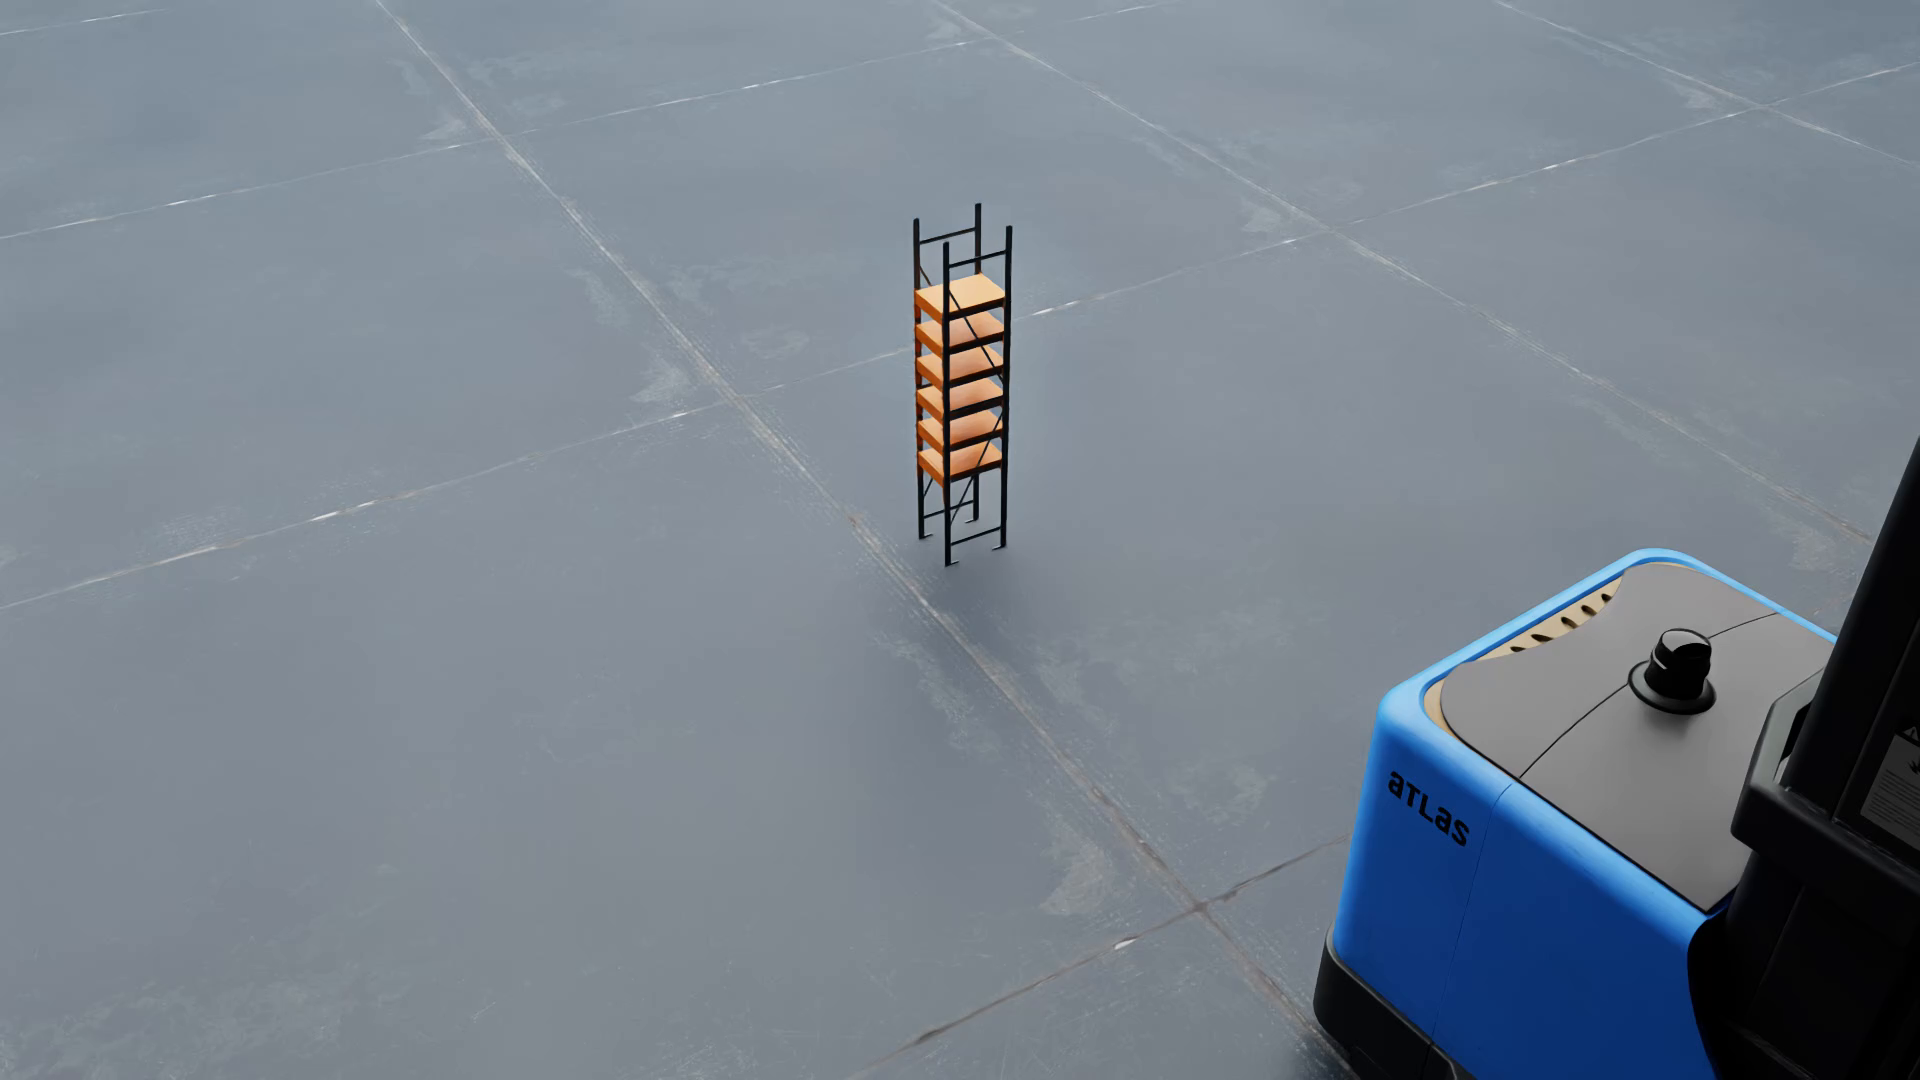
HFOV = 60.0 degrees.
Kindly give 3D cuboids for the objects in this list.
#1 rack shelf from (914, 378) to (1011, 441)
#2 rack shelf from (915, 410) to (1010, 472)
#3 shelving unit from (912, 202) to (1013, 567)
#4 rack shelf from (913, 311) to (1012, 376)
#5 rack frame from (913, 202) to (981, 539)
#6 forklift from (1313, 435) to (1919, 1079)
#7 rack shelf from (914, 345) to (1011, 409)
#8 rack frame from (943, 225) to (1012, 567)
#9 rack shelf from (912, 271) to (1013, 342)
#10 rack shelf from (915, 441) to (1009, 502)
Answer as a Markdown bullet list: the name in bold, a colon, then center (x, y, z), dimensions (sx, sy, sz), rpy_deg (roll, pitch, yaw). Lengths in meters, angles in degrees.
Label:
- **rack shelf**: center (0.007, -0.441, 5.412), dimensions (0.258, 0.103, 0.180), rpy_deg (-19, 40, -24)
- **rack shelf**: center (0.007, -0.344, 5.483), dimensions (0.258, 0.103, 0.180), rpy_deg (-19, 40, -24)
- **shelving unit**: center (0.007, -0.477, 5.386), dimensions (0.258, 1.200, 0.189), rpy_deg (-19, 40, -24)
- **rack shelf**: center (0.007, -0.635, 5.271), dimensions (0.258, 0.103, 0.180), rpy_deg (-19, 40, -24)
- **rack frame**: center (-0.039, -0.524, 5.450), dimensions (0.240, 1.200, 0.006), rpy_deg (-19, 40, -24)
- **forklift**: center (2.135, 0.548, 2.514), dimensions (1.130, 2.935, 3.031), rpy_deg (-23, 42, -28)
- **rack shelf**: center (0.007, -0.538, 5.341), dimensions (0.258, 0.103, 0.180), rpy_deg (-19, 40, -24)
- **rack frame**: center (0.053, -0.430, 5.322), dimensions (0.240, 1.200, 0.006), rpy_deg (-19, 40, -24)
- **rack shelf**: center (0.007, -0.732, 5.200), dimensions (0.258, 0.103, 0.180), rpy_deg (-19, 40, -24)
- **rack shelf**: center (0.007, -0.247, 5.554), dimensions (0.258, 0.103, 0.180), rpy_deg (-19, 40, -24)
